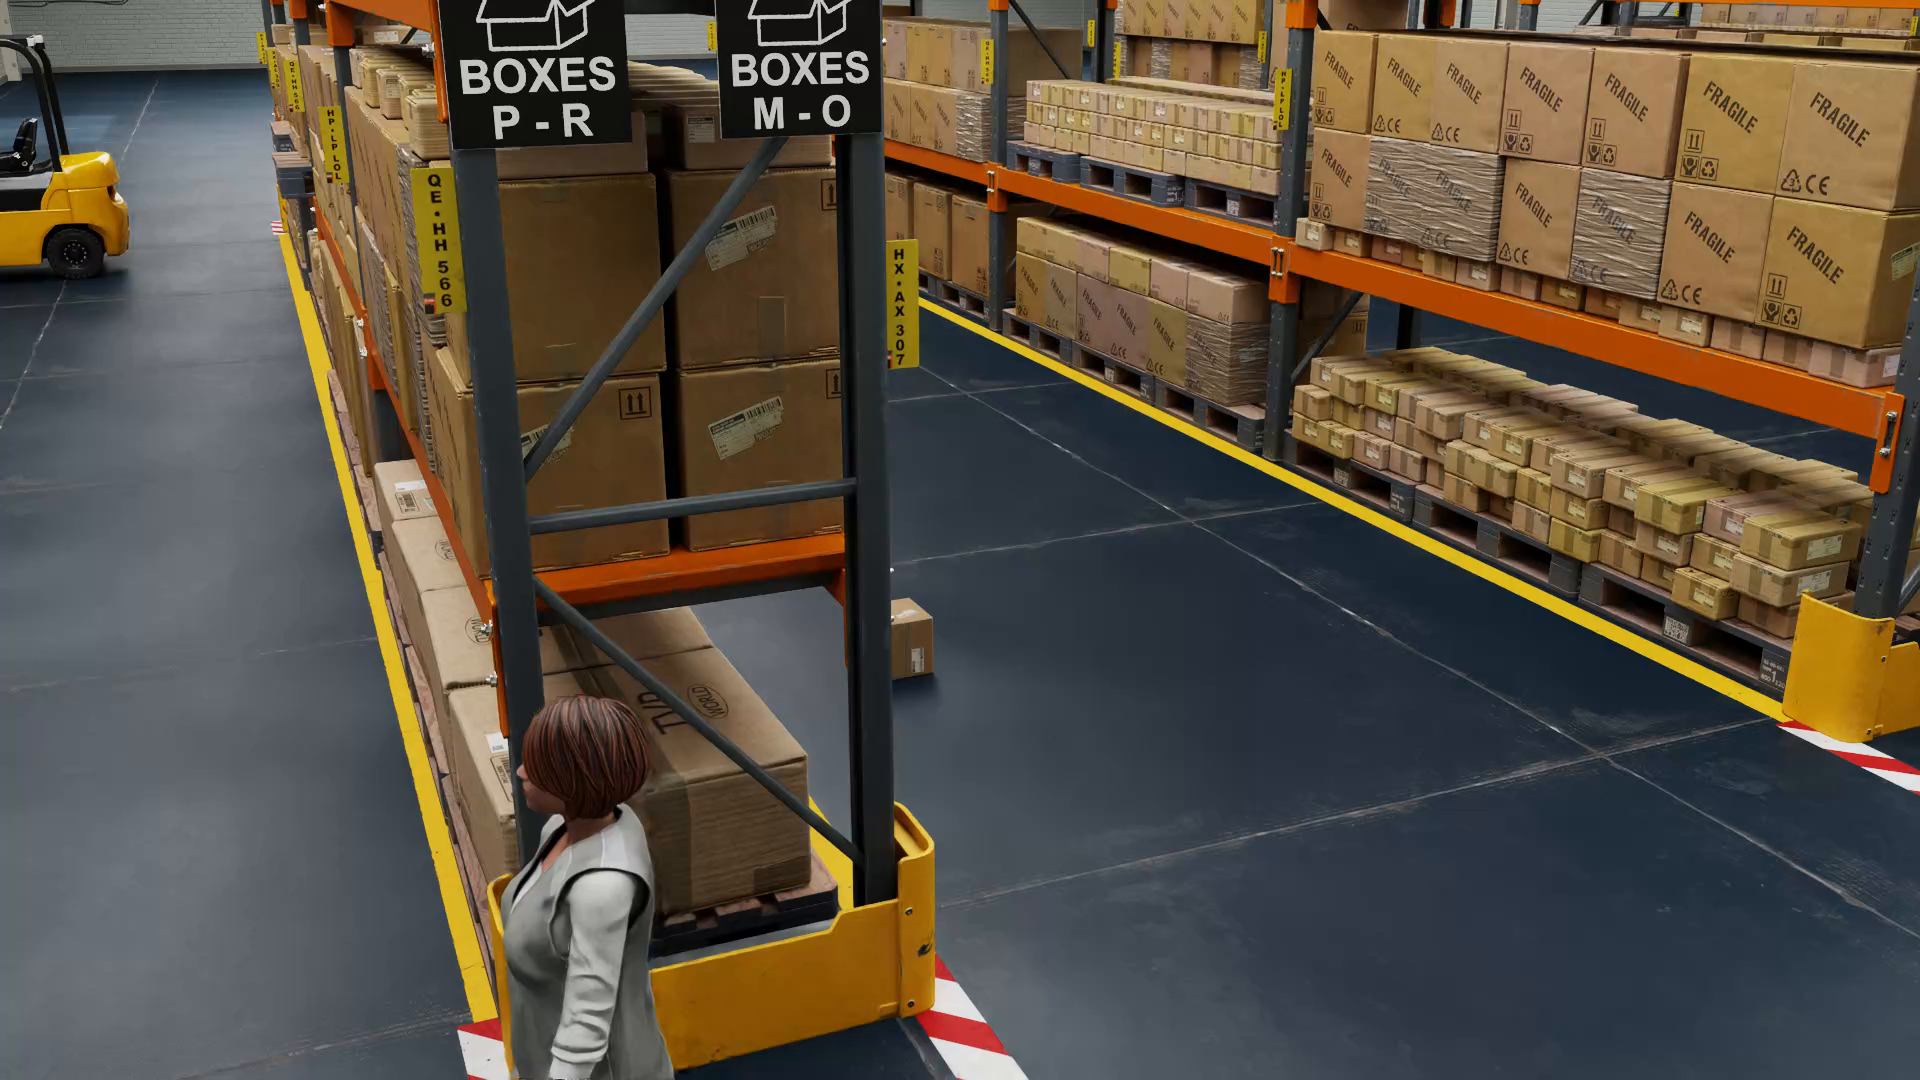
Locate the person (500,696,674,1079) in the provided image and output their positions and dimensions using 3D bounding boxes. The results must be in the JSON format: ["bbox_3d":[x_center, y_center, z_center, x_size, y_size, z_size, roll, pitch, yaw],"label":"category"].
[{"bbox_3d":[-0.665,1.013,3.147,0.907,1.542,0.418,-7,20,-20],"label":"person"}]
